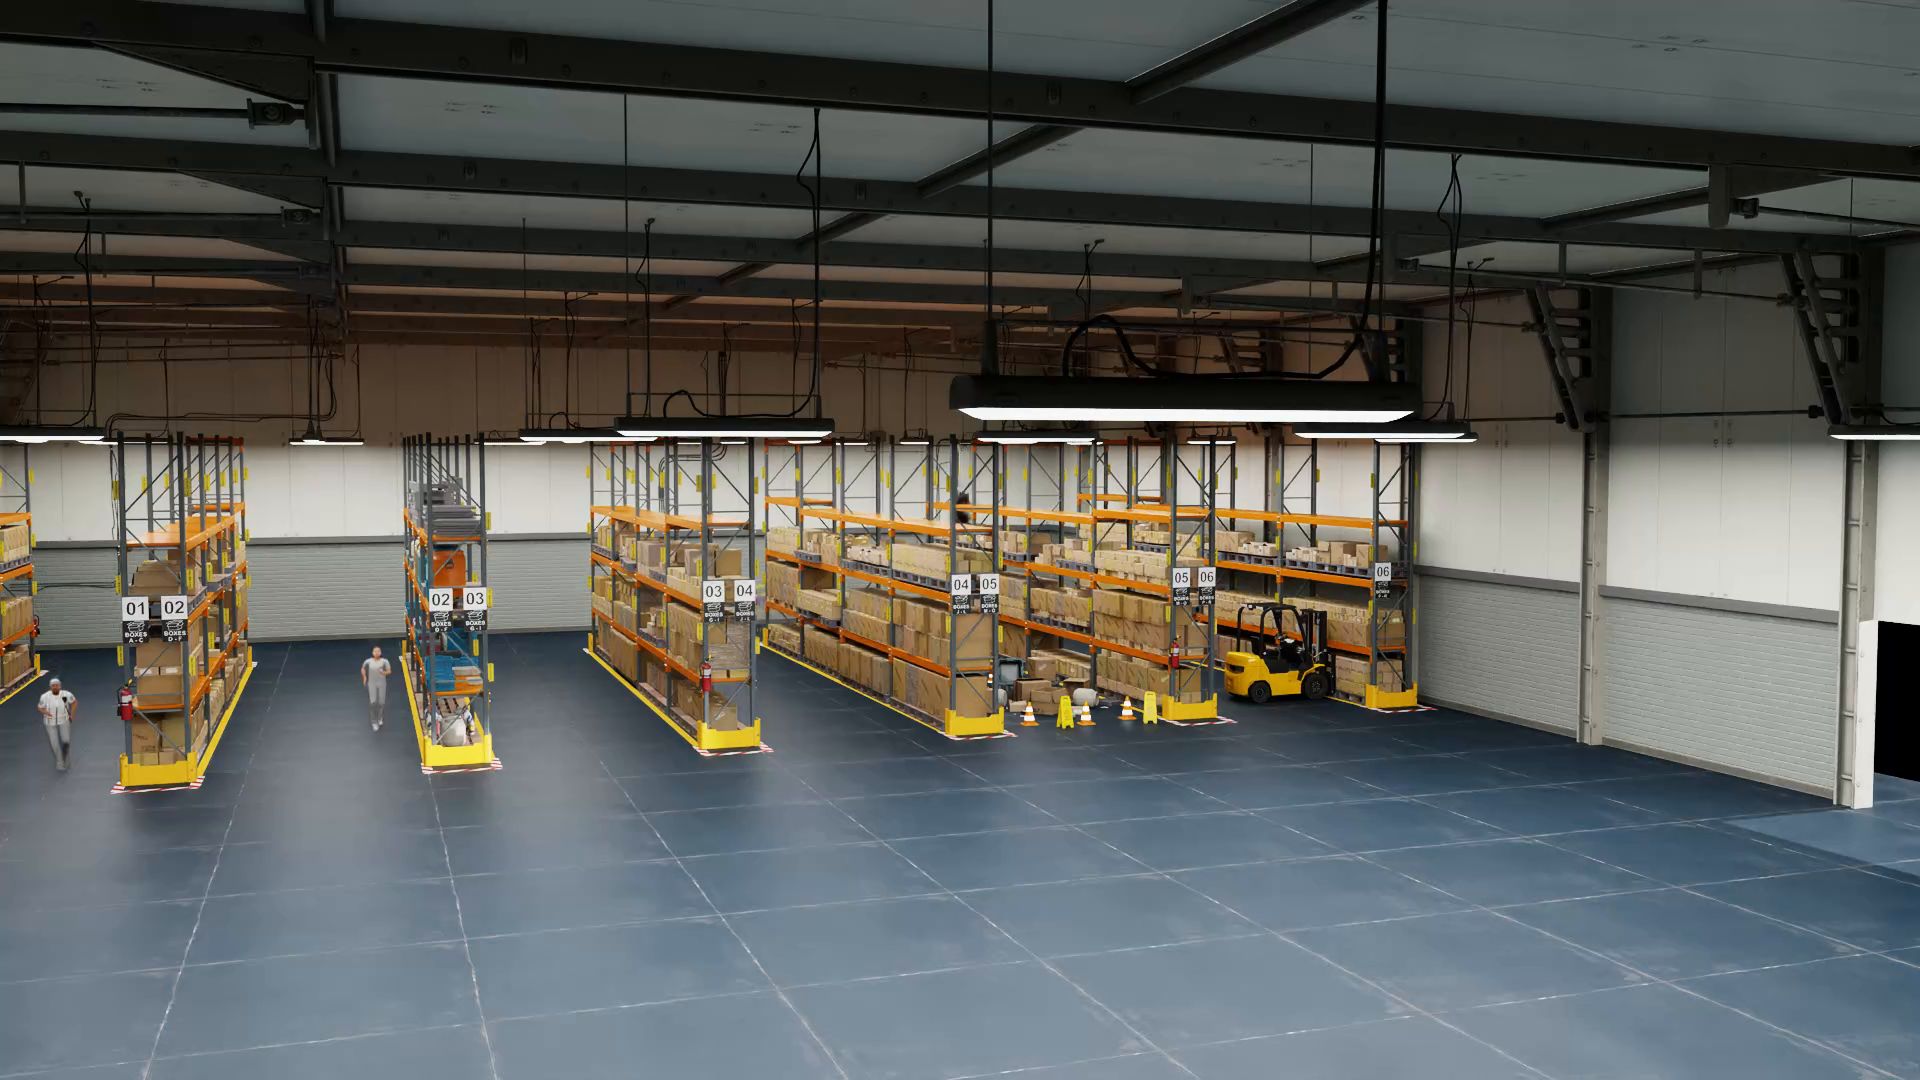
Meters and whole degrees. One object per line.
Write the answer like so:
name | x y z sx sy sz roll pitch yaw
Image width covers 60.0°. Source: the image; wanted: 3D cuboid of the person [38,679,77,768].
person | -16.011 3.268 29.502 0.599 1.610 0.645 -1 3 -25

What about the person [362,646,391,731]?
person | -11.860 2.988 33.835 0.553 1.685 0.922 -1 3 -23
